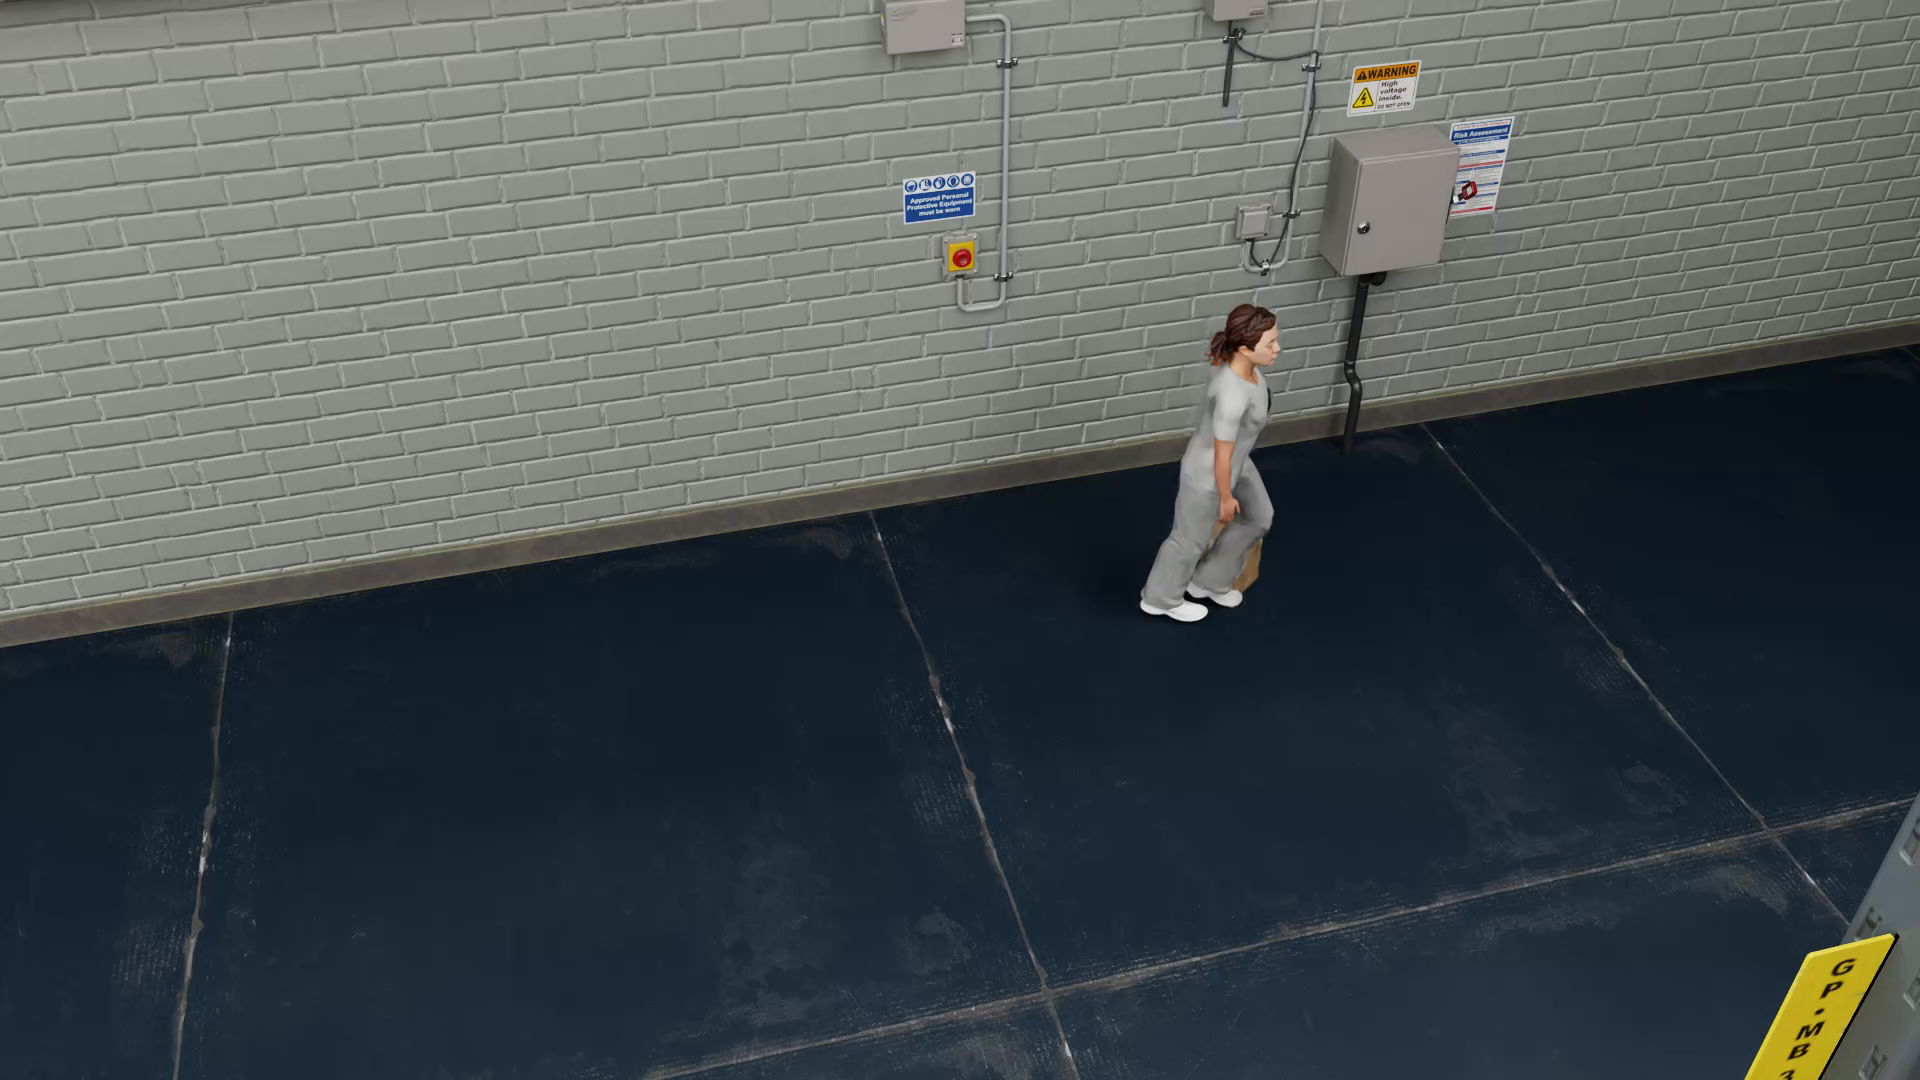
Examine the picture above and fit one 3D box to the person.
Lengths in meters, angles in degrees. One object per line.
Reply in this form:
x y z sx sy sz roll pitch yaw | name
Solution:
1.074 -0.281 7.056 0.530 1.664 0.470 11 40 13 | person
